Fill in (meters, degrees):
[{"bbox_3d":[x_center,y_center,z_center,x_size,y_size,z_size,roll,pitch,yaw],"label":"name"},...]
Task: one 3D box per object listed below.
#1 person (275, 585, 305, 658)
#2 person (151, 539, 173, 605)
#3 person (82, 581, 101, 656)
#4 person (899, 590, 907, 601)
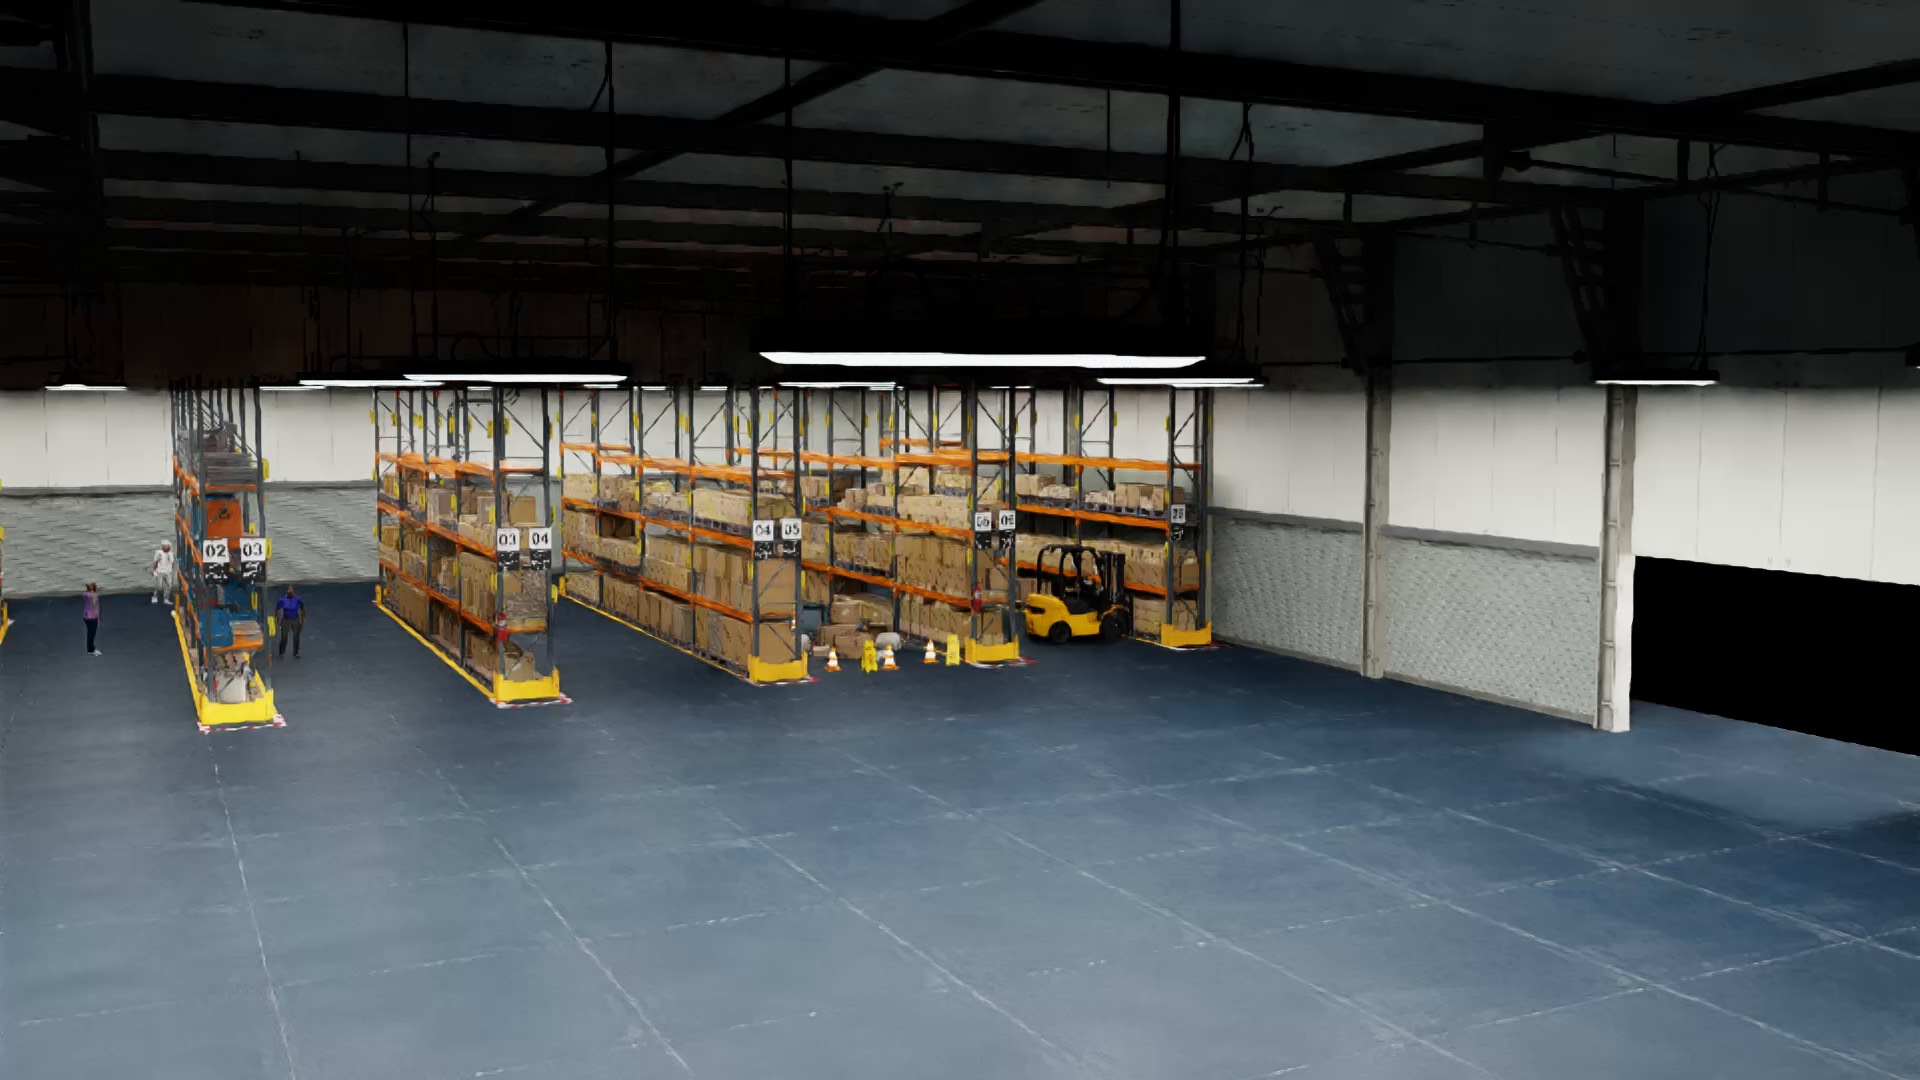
[{"bbox_3d":[-14.402,1.759,35.760,0.592,1.590,0.518,-3,6,-29],"label":"person"},{"bbox_3d":[-21.484,0.863,44.782,0.574,1.772,0.597,3,6,28],"label":"person"},{"bbox_3d":[-18.849,1.696,36.170,0.504,1.603,0.419,4,6,36],"label":"person"},{"bbox_3d":[-1.527,1.074,43.343,0.458,1.594,0.407,3,6,34],"label":"person"}]
